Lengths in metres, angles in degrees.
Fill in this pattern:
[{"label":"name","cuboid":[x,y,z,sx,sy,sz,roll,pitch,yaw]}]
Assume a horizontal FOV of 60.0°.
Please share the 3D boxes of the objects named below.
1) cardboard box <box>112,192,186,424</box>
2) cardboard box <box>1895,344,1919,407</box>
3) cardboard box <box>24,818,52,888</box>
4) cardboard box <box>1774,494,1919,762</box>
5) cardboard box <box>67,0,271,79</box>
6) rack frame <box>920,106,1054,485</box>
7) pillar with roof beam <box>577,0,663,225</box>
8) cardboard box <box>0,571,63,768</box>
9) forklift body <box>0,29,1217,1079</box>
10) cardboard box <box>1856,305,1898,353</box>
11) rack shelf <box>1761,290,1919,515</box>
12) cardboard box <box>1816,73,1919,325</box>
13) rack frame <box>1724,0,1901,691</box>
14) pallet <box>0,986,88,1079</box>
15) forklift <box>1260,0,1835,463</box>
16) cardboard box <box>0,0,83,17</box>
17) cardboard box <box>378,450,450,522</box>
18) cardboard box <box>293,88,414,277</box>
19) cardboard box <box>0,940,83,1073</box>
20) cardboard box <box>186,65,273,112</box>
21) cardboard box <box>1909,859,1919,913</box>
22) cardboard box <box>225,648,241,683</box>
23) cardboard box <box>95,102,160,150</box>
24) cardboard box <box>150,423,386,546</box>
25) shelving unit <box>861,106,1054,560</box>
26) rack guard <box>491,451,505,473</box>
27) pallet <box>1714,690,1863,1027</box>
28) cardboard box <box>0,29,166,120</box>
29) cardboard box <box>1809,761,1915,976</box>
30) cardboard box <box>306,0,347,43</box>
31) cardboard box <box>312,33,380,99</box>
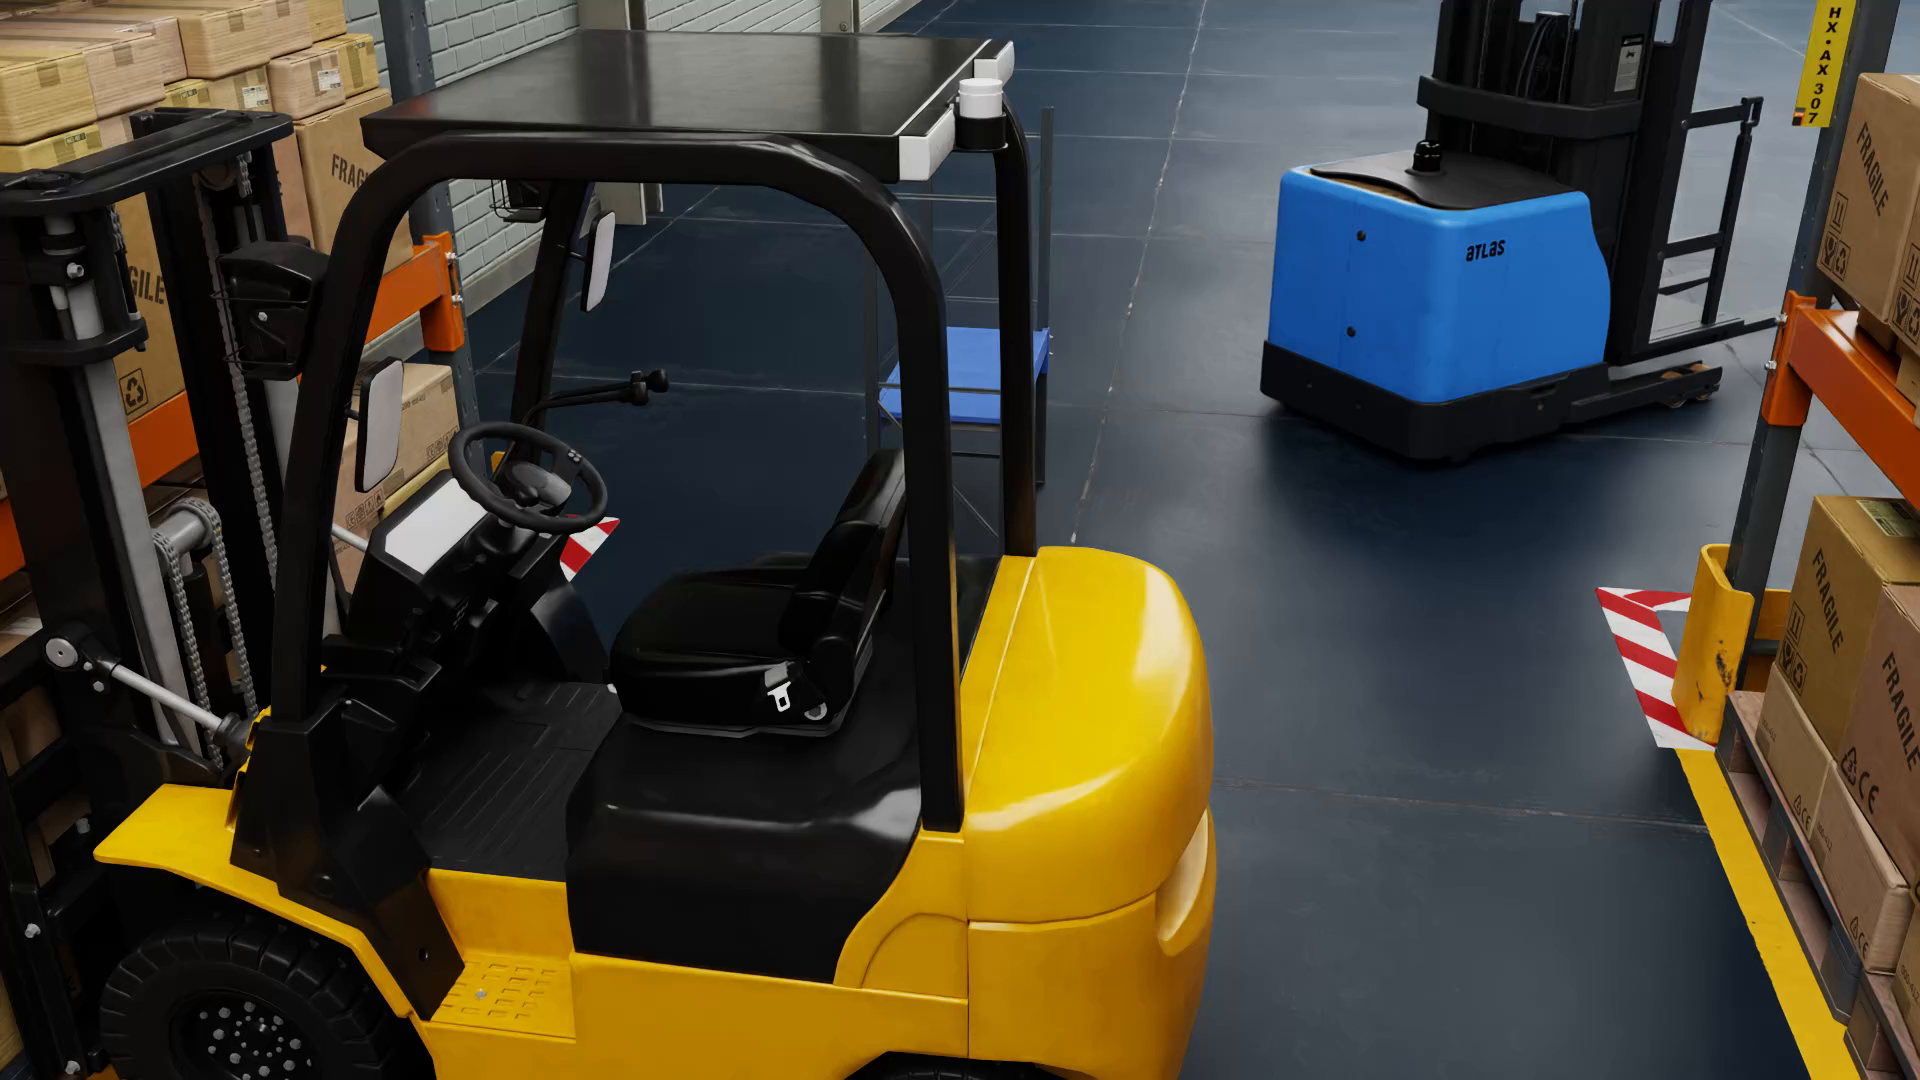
[{"label":"cardboard box","cuboid":[-2.096,-0.551,3.771,0.500,0.500,0.500,4,25,8]},{"label":"cardboard box","cuboid":[2.390,-0.365,3.787,0.380,0.149,0.250,3,25,7]},{"label":"cardboard box","cuboid":[-2.193,0.740,3.289,0.500,0.250,0.500,4,25,8]},{"label":"cardboard box","cuboid":[2.393,0.226,4.093,0.500,0.500,0.500,3,25,7]},{"label":"cardboard box","cuboid":[-1.973,-1.253,4.155,0.380,0.149,0.250,5,25,10]},{"label":"rack frame","cuboid":[0.097,-0.928,6.462,0.500,1.500,0.032,4,25,9]},{"label":"pillar with roof beam","cuboid":[2.128,-5.860,8.154,9.100,9.000,0.400,4,25,9]},{"label":"cardboard box","cuboid":[-2.105,0.293,3.654,0.500,0.250,0.500,4,25,7]},{"label":"forklift body","cuboid":[-0.607,0.144,3.406,2.313,2.155,1.214,4,25,9]},{"label":"cardboard box","cuboid":[2.541,-0.576,4.240,0.380,0.149,0.250,4,25,9]},{"label":"rack shelf","cuboid":[2.474,0.344,2.825,1.077,0.370,4.000,4,25,9]},{"label":"cardboard box","cuboid":[2.450,-0.819,3.993,0.500,0.500,0.500,4,25,8]},{"label":"rack frame","cuboid":[2.801,-0.818,4.459,1.000,3.000,0.127,4,25,9]},{"label":"pallet","cuboid":[-2.382,0.934,4.005,1.003,0.211,1.213,4,25,9]},{"label":"forklift","cuboid":[2.882,-2.096,7.271,3.031,2.935,1.130,-15,29,-28]},{"label":"cardboard box","cuboid":[-2.468,-1.290,4.234,0.380,0.149,0.250,4,25,10]},{"label":"cardboard box","cuboid":[-1.868,-0.106,5.097,0.500,0.250,0.500,4,25,8]},{"label":"cardboard box","cuboid":[-1.918,-0.982,4.691,0.500,0.500,0.500,3,25,7]},{"label":"cardboard box","cuboid":[-2.209,0.959,3.411,0.500,0.250,0.500,4,25,9]},{"label":"cardboard box","cuboid":[-1.992,-1.122,4.225,0.380,0.149,0.250,4,25,10]},{"label":"cardboard box","cuboid":[2.221,0.654,3.178,0.500,0.500,0.500,5,25,10]},{"label":"cardboard box","cuboid":[-2.024,0.320,4.186,0.500,0.250,0.500,3,25,7]},{"label":"cardboard box","cuboid":[-2.041,-0.904,3.760,0.380,0.149,0.250,3,25,7]},{"label":"cardboard box","cuboid":[-1.942,-0.130,4.558,0.500,0.250,0.500,4,25,9]},{"label":"shelving unit","cuboid":[0.014,-0.715,6.008,0.538,1.500,1.048,4,25,9]},{"label":"rack guard","cuboid":[-2.093,-0.038,5.742,1.175,0.500,0.348,4,25,9]},{"label":"pallet","cuboid":[2.621,0.814,4.262,1.003,0.211,1.213,4,25,9]},{"label":"cardboard box","cuboid":[-2.020,-1.037,3.694,0.380,0.149,0.250,5,25,10]},{"label":"cardboard box","cuboid":[2.305,0.768,3.818,0.500,0.250,0.500,5,26,10]},{"label":"cardboard box","cuboid":[-1.948,-1.470,4.618,0.380,0.149,0.250,4,25,9]},{"label":"cardboard box","cuboid":[-1.877,-1.335,4.681,0.380,0.149,0.250,4,25,9]}]
